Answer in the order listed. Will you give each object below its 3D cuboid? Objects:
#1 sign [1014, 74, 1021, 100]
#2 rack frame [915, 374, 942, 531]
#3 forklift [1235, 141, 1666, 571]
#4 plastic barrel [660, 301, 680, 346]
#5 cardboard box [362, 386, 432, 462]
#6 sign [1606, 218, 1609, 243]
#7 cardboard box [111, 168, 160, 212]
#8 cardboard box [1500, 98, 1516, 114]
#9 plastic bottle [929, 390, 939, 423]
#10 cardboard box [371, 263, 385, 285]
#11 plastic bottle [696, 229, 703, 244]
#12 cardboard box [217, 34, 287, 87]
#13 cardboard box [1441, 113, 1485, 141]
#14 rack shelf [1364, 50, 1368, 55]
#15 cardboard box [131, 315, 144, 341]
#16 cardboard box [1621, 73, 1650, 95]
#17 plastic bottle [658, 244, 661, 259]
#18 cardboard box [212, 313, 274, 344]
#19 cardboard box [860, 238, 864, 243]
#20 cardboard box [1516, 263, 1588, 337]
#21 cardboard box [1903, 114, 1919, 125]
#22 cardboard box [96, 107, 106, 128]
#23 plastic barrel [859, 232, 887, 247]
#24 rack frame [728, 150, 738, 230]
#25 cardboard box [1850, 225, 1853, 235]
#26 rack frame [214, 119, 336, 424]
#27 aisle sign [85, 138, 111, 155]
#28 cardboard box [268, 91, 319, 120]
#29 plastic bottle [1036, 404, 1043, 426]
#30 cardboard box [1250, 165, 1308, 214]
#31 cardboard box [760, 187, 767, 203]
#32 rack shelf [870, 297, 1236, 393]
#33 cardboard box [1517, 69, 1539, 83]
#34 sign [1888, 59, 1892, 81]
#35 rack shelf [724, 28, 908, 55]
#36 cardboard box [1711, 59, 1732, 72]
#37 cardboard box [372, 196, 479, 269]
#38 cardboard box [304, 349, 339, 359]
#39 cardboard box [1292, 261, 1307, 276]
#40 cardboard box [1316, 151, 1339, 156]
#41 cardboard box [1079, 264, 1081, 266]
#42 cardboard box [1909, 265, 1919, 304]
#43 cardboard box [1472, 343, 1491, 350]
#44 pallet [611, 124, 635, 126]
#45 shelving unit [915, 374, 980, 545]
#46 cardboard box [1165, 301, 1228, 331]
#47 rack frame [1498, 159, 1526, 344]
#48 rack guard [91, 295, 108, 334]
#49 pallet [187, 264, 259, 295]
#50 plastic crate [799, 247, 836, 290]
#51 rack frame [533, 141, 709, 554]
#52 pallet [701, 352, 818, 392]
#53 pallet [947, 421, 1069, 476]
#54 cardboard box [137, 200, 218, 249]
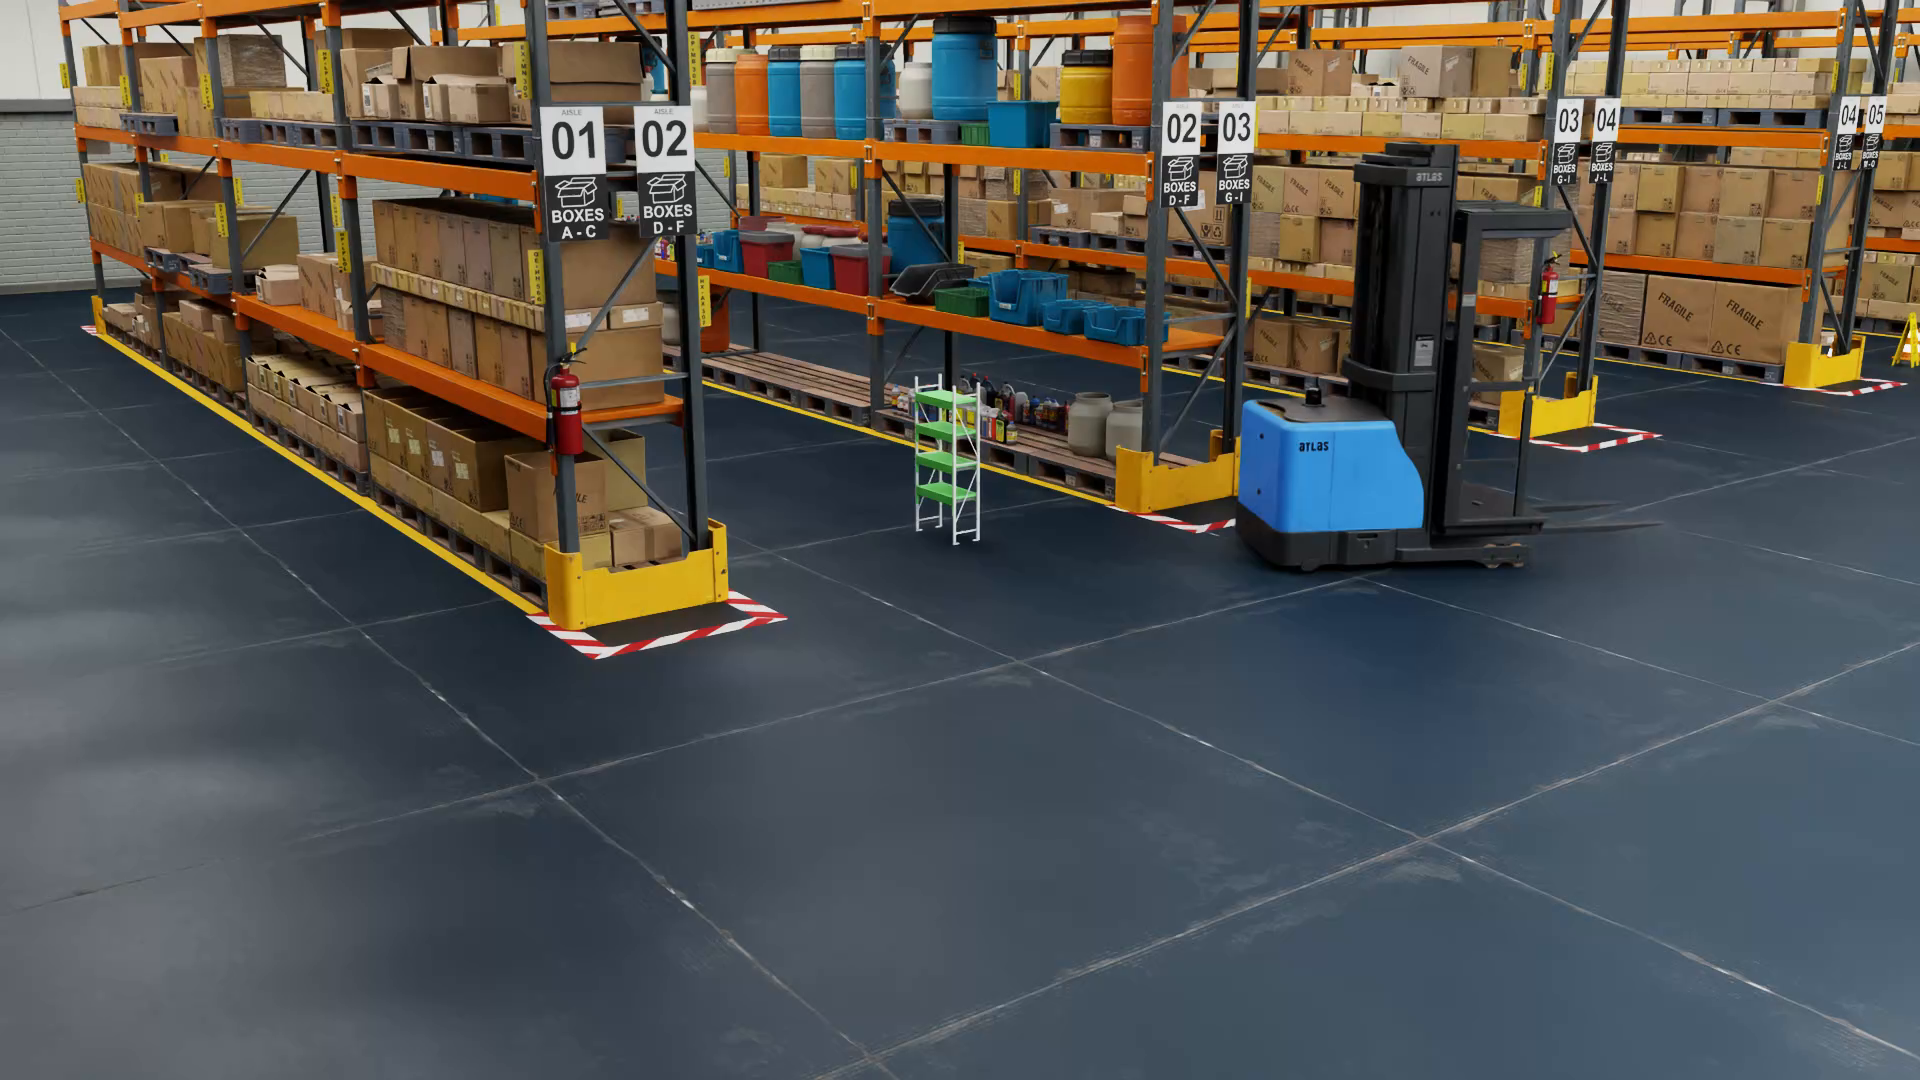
[{"bbox_3d":[0.746,-5.897,21.627,0.100,0.325,0.005,-11,19,-35],"label":"sign"},{"bbox_3d":[-0.241,-0.666,12.737,0.240,1.200,0.015,-11,19,-35],"label":"rack frame"},{"bbox_3d":[3.632,-1.352,11.965,3.031,2.935,1.130,-2,15,-8],"label":"forklift"},{"bbox_3d":[-3.513,-2.689,20.636,0.421,0.512,0.421,0,15,0],"label":"plastic barrel"},{"bbox_3d":[-4.444,-0.946,13.343,0.500,0.500,0.500,-11,19,-35],"label":"cardboard box"},{"bbox_3d":[6.342,-3.040,16.362,0.100,0.325,0.005,-11,19,-35],"label":"sign"},{"bbox_3d":[-10.274,-4.379,20.810,0.500,0.500,0.500,-11,19,-34],"label":"cardboard box"},{"bbox_3d":[5.429,-4.190,16.049,0.380,0.149,0.250,-12,19,-36],"label":"cardboard box"},{"bbox_3d":[-0.205,-1.281,15.760,0.144,0.351,0.185,-12,19,-37],"label":"plastic bottle"},{"bbox_3d":[-4.463,-2.129,13.256,0.380,0.149,0.250,-11,19,-35],"label":"cardboard box"},{"bbox_3d":[-3.249,-3.748,20.809,0.061,0.283,0.133,-11,19,-35],"label":"plastic bottle"},{"bbox_3d":[-7.067,-4.781,16.598,0.500,0.500,0.500,-11,19,-35],"label":"cardboard box"},{"bbox_3d":[5.118,-4.083,16.412,0.500,0.250,0.500,-11,19,-34],"label":"cardboard box"},{"bbox_3d":[9.700,-10.382,34.833,1.077,0.370,4.000,-11,19,-35],"label":"rack shelf"},{"bbox_3d":[-10.173,-2.717,21.081,0.500,0.311,0.500,-11,19,-35],"label":"cardboard box"},{"bbox_3d":[8.279,-5.547,20.213,0.500,0.250,0.500,-11,19,-35],"label":"cardboard box"},{"bbox_3d":[-3.579,-3.479,19.981,0.097,0.201,0.097,0,15,0],"label":"plastic bottle"},{"bbox_3d":[-7.592,-2.253,17.606,0.500,0.250,0.500,-10,18,-32],"label":"cardboard box"},{"bbox_3d":[-0.760,-4.145,25.268,1.225,0.875,0.875,-11,19,-34],"label":"cardboard box"},{"bbox_3d":[7.936,-3.173,21.718,0.875,0.875,0.875,-11,19,-34],"label":"cardboard box"},{"bbox_3d":[12.902,-5.655,22.351,0.380,0.149,0.250,-11,19,-35],"label":"cardboard box"},{"bbox_3d":[-10.545,-5.322,20.942,0.500,0.250,0.500,-11,19,-35],"label":"cardboard box"},{"bbox_3d":[-0.840,-2.928,17.333,0.433,0.535,0.433,0,15,0],"label":"plastic barrel"},{"bbox_3d":[-3.504,-5.955,28.651,1.000,3.000,0.127,-11,19,-35],"label":"rack frame"},{"bbox_3d":[12.643,-4.332,23.196,0.380,0.149,0.250,-11,19,-35],"label":"cardboard box"},{"bbox_3d":[-6.816,-2.710,16.795,1.000,3.000,0.127,-11,19,-35],"label":"rack frame"},{"bbox_3d":[-11.797,-5.641,22.580,0.394,0.787,0.004,-11,19,-35],"label":"aisle sign"},{"bbox_3d":[-6.181,-4.090,15.643,0.500,0.250,0.500,-10,18,-33],"label":"cardboard box"},{"bbox_3d":[0.764,-1.183,15.685,0.097,0.201,0.097,0,15,0],"label":"plastic bottle"},{"bbox_3d":[3.610,-3.931,18.610,0.500,0.500,0.500,-11,19,-35],"label":"cardboard box"},{"bbox_3d":[-3.130,-5.772,27.703,0.500,0.250,0.500,-11,19,-35],"label":"cardboard box"},{"bbox_3d":[0.721,-1.850,15.015,1.077,0.370,4.000,-11,19,-35],"label":"rack shelf"},{"bbox_3d":[11.294,-9.224,33.056,0.396,0.266,0.258,-11,19,-35],"label":"cardboard box"},{"bbox_3d":[10.427,-5.278,18.691,0.100,0.325,0.005,-11,19,-35],"label":"sign"},{"bbox_3d":[-2.328,-7.882,26.447,1.077,0.370,4.000,-11,19,-35],"label":"rack shelf"},{"bbox_3d":[8.907,-5.484,19.228,0.380,0.149,0.250,-11,19,-34],"label":"cardboard box"},{"bbox_3d":[-4.198,-2.436,13.147,0.700,0.500,0.500,-11,19,-34],"label":"cardboard box"},{"bbox_3d":[-6.309,-1.783,16.759,0.500,0.311,0.500,-10,18,-33],"label":"cardboard box"},{"bbox_3d":[3.895,-3.022,18.413,0.380,0.149,0.250,-11,19,-35],"label":"cardboard box"},{"bbox_3d":[6.890,-7.031,30.499,0.500,0.500,0.500,-11,19,-34],"label":"cardboard box"},{"bbox_3d":[2.120,-4.822,29.118,0.380,0.149,0.250,-12,19,-36],"label":"cardboard box"},{"bbox_3d":[13.237,-3.445,22.474,0.500,0.500,0.500,-11,19,-34],"label":"cardboard box"},{"bbox_3d":[5.170,-1.794,17.387,0.500,0.500,0.500,-6,16,-20],"label":"cardboard box"},{"bbox_3d":[-3.950,-5.294,20.911,1.003,0.211,1.213,-11,19,-35],"label":"pallet"},{"bbox_3d":[-0.097,-0.614,12.547,0.258,1.200,0.503,-11,19,-35],"label":"shelving unit"},{"bbox_3d":[2.943,-2.638,20.435,0.700,0.500,0.500,-11,19,-35],"label":"cardboard box"},{"bbox_3d":[7.623,-4.141,22.023,1.000,3.000,0.127,-11,19,-35],"label":"rack frame"},{"bbox_3d":[-11.475,-3.196,23.307,1.175,0.500,0.348,-11,19,-35],"label":"rack guard"},{"bbox_3d":[-7.271,-2.751,17.309,1.213,0.211,1.003,-11,19,-35],"label":"pallet"},{"bbox_3d":[-1.355,-2.803,17.167,0.392,0.384,0.575,-11,19,-35],"label":"plastic crate"},{"bbox_3d":[-2.112,-1.002,10.553,1.000,3.000,0.127,-11,19,-35],"label":"rack frame"},{"bbox_3d":[-2.383,-1.961,19.343,1.003,0.211,1.213,-11,19,-35],"label":"pallet"},{"bbox_3d":[0.628,-0.868,15.348,1.003,0.211,1.213,-11,19,-35],"label":"pallet"},{"bbox_3d":[-9.070,-3.679,19.351,0.500,0.500,0.700,10,18,33],"label":"cardboard box"}]
